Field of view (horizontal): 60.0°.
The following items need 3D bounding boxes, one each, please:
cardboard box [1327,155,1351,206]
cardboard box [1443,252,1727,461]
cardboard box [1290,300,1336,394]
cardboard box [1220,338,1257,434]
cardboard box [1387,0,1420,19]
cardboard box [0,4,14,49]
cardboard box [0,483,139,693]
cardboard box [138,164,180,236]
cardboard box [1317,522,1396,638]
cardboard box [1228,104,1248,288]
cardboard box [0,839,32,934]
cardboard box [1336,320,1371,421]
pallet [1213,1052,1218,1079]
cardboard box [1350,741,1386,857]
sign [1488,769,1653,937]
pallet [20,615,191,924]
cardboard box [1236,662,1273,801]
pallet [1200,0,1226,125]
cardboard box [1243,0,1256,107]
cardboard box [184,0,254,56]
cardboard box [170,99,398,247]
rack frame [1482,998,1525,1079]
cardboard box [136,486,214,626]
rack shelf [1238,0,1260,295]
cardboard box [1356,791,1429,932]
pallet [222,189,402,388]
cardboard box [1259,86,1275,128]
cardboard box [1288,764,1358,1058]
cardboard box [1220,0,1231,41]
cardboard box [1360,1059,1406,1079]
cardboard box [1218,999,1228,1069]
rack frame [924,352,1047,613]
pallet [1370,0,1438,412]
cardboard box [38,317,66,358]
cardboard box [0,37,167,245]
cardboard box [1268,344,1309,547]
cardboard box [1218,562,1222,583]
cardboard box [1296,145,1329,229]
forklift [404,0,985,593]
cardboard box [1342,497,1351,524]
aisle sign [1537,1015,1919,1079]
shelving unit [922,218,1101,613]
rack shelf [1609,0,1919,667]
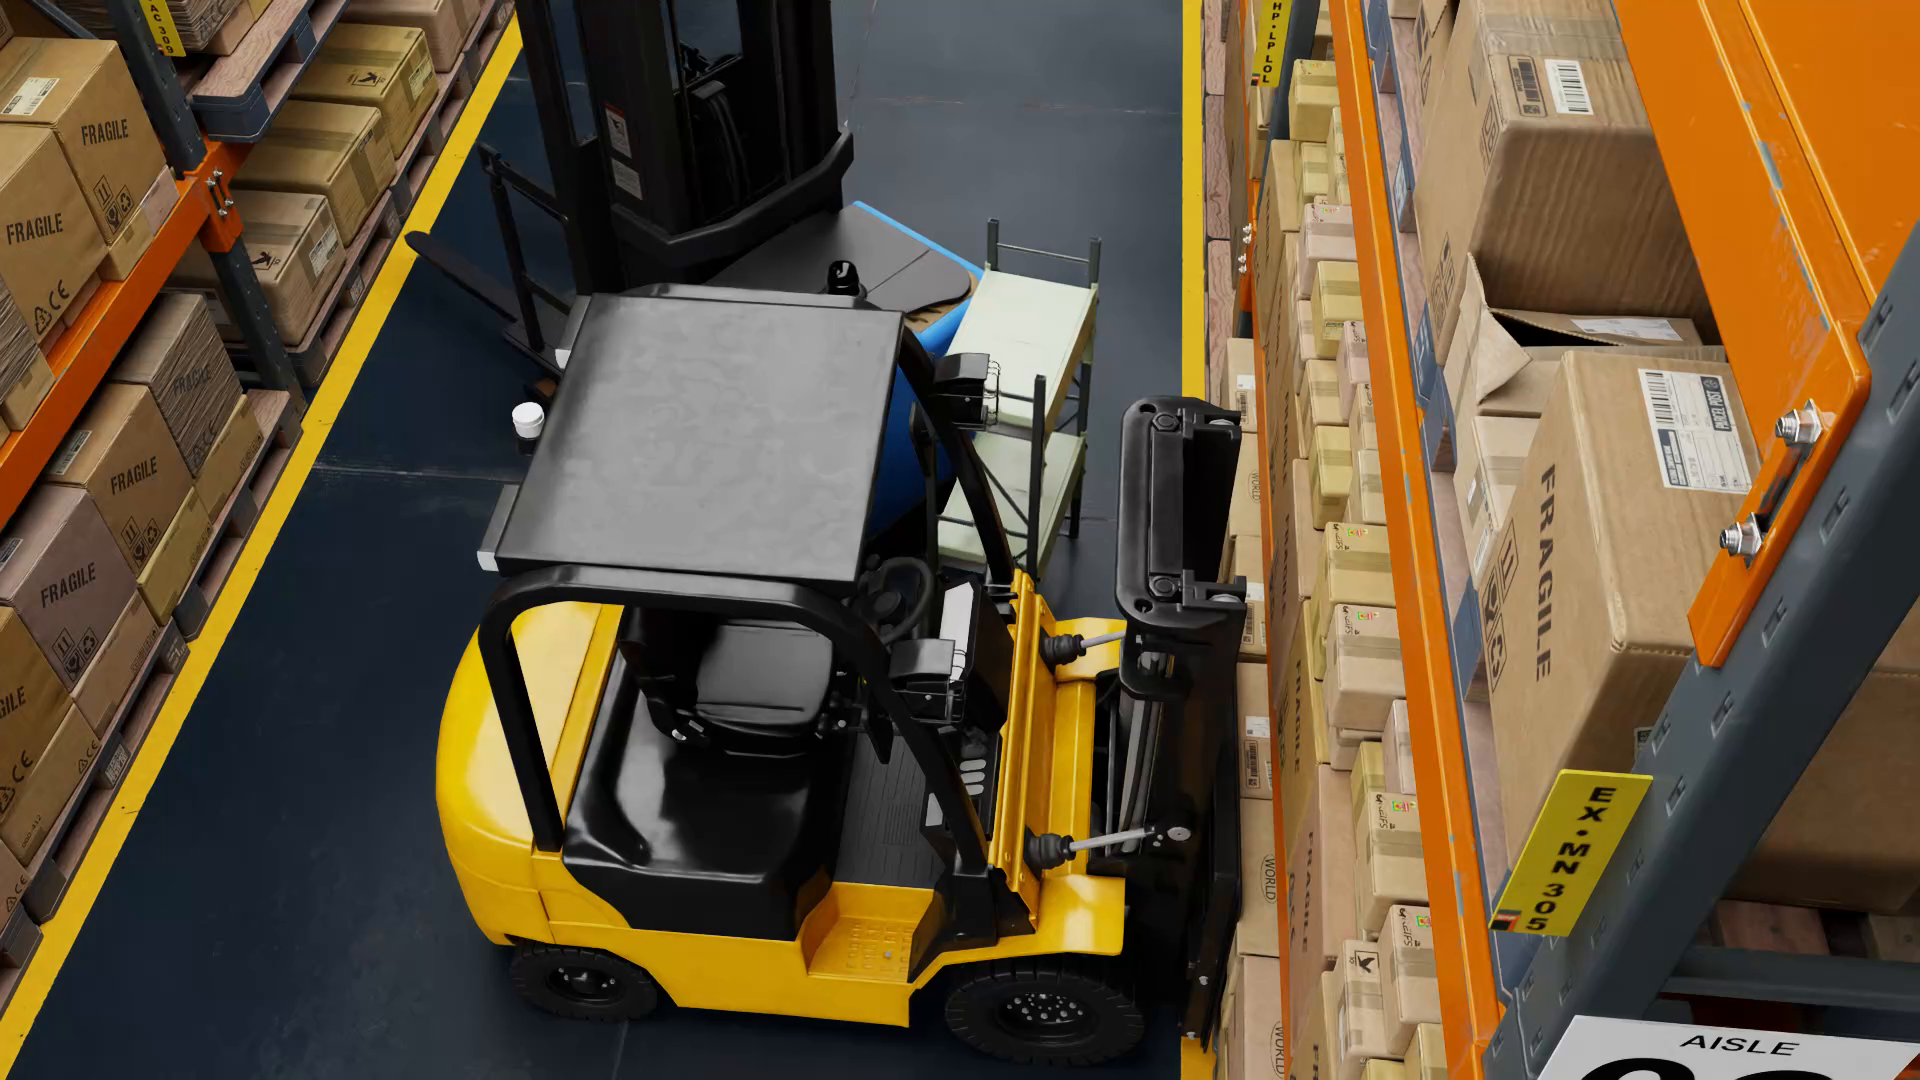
[{"bbox_3d":[1.304,-1.008,4.956,0.380,0.149,0.250,3,48,3],"label":"cardboard box"},{"bbox_3d":[1.009,-0.274,2.700,0.396,0.266,0.258,4,48,4],"label":"cardboard box"},{"bbox_3d":[1.146,-0.539,4.729,0.380,0.149,0.250,3,48,3],"label":"cardboard box"},{"bbox_3d":[1.221,-0.472,6.076,0.500,0.250,0.500,3,48,3],"label":"cardboard box"},{"bbox_3d":[1.139,-1.328,3.664,0.396,0.266,0.258,3,48,3],"label":"cardboard box"},{"bbox_3d":[-3.622,-1.750,5.396,0.700,0.500,0.500,3,48,3],"label":"cardboard box"},{"bbox_3d":[-3.243,0.148,5.678,0.500,0.500,0.500,6,48,6],"label":"cardboard box"},{"bbox_3d":[-3.092,-1.245,6.052,0.380,0.149,0.250,3,48,3],"label":"cardboard box"},{"bbox_3d":[1.052,0.109,3.935,0.380,0.149,0.250,5,48,4],"label":"cardboard box"},{"bbox_3d":[1.692,-1.550,7.485,0.875,0.625,0.625,3,48,3],"label":"cardboard box"},{"bbox_3d":[-3.328,1.190,5.233,0.500,0.250,0.500,5,48,5],"label":"cardboard box"},{"bbox_3d":[1.214,-0.442,4.439,0.380,0.149,0.250,4,48,3],"label":"cardboard box"},{"bbox_3d":[1.241,2.060,4.749,1.003,0.211,1.213,4,48,4],"label":"pallet"},{"bbox_3d":[1.077,0.600,3.687,0.380,0.149,0.250,4,48,3],"label":"cardboard box"},{"bbox_3d":[0.673,0.353,1.842,0.100,0.325,0.005,4,48,4],"label":"sign"},{"bbox_3d":[-3.501,0.749,5.948,1.003,0.211,1.213,4,48,4],"label":"pallet"},{"bbox_3d":[1.074,0.654,5.046,0.500,0.250,0.500,3,48,3],"label":"cardboard box"},{"bbox_3d":[1.828,-2.652,9.058,1.003,0.211,1.213,4,48,4],"label":"pallet"},{"bbox_3d":[1.403,-1.963,6.640,0.500,0.250,0.500,4,48,3],"label":"cardboard box"},{"bbox_3d":[-3.001,-2.029,6.484,0.380,0.149,0.250,5,48,4],"label":"cardboard box"},{"bbox_3d":[-3.259,-1.756,7.845,0.950,0.372,0.625,7,48,6],"label":"cardboard box"},{"bbox_3d":[1.213,1.684,3.203,1.000,3.000,0.127,4,48,4],"label":"rack frame"},{"bbox_3d":[-3.191,0.044,6.282,0.500,0.250,0.500,3,48,2],"label":"cardboard box"},{"bbox_3d":[1.759,-2.483,7.501,1.077,0.370,4.000,4,48,4],"label":"rack shelf"},{"bbox_3d":[1.024,0.676,3.416,0.380,0.149,0.250,5,48,4],"label":"cardboard box"},{"bbox_3d":[-3.297,-1.218,7.747,1.003,0.211,1.213,4,48,4],"label":"pallet"},{"bbox_3d":[1.367,-1.752,6.108,0.500,0.250,0.500,3,48,3],"label":"cardboard box"},{"bbox_3d":[1.052,0.890,3.861,0.500,0.500,0.500,5,48,5],"label":"cardboard box"},{"bbox_3d":[1.871,-3.078,8.883,0.875,0.625,0.625,5,48,5],"label":"cardboard box"},{"bbox_3d":[0.965,1.157,3.177,0.380,0.149,0.250,5,48,4],"label":"cardboard box"},{"bbox_3d":[1.050,1.372,5.067,0.500,0.250,0.500,4,48,4],"label":"cardboard box"},{"bbox_3d":[0.077,-0.044,5.799,0.400,1.500,0.023,13,49,11],"label":"rack frame"},{"bbox_3d":[1.411,-0.716,3.425,1.003,0.211,1.213,4,48,4],"label":"pallet"},{"bbox_3d":[-3.246,-0.693,5.547,0.380,0.149,0.250,3,48,3],"label":"cardboard box"},{"bbox_3d":[-3.159,-1.378,5.734,0.500,0.500,0.500,3,48,3],"label":"cardboard box"},{"bbox_3d":[1.201,-0.225,4.881,0.500,0.500,0.500,3,48,3],"label":"cardboard box"},{"bbox_3d":[1.182,0.067,5.922,0.500,0.250,0.500,4,48,3],"label":"cardboard box"},{"bbox_3d":[1.264,-1.101,5.243,0.380,0.149,0.250,5,48,4],"label":"cardboard box"},{"bbox_3d":[-1.255,-1.695,6.340,3.031,2.935,1.130,34,56,27],"label":"forklift"},{"bbox_3d":[1.170,0.036,4.203,0.380,0.149,0.250,4,48,3],"label":"cardboard box"},{"bbox_3d":[0.914,0.835,2.218,0.394,0.787,0.004,4,48,4],"label":"aisle sign"},{"bbox_3d":[0.183,-0.302,6.036,0.431,1.500,0.755,13,49,11],"label":"shelving unit"},{"bbox_3d":[1.395,-1.433,2.747,1.077,0.370,4.000,4,48,4],"label":"rack shelf"}]
